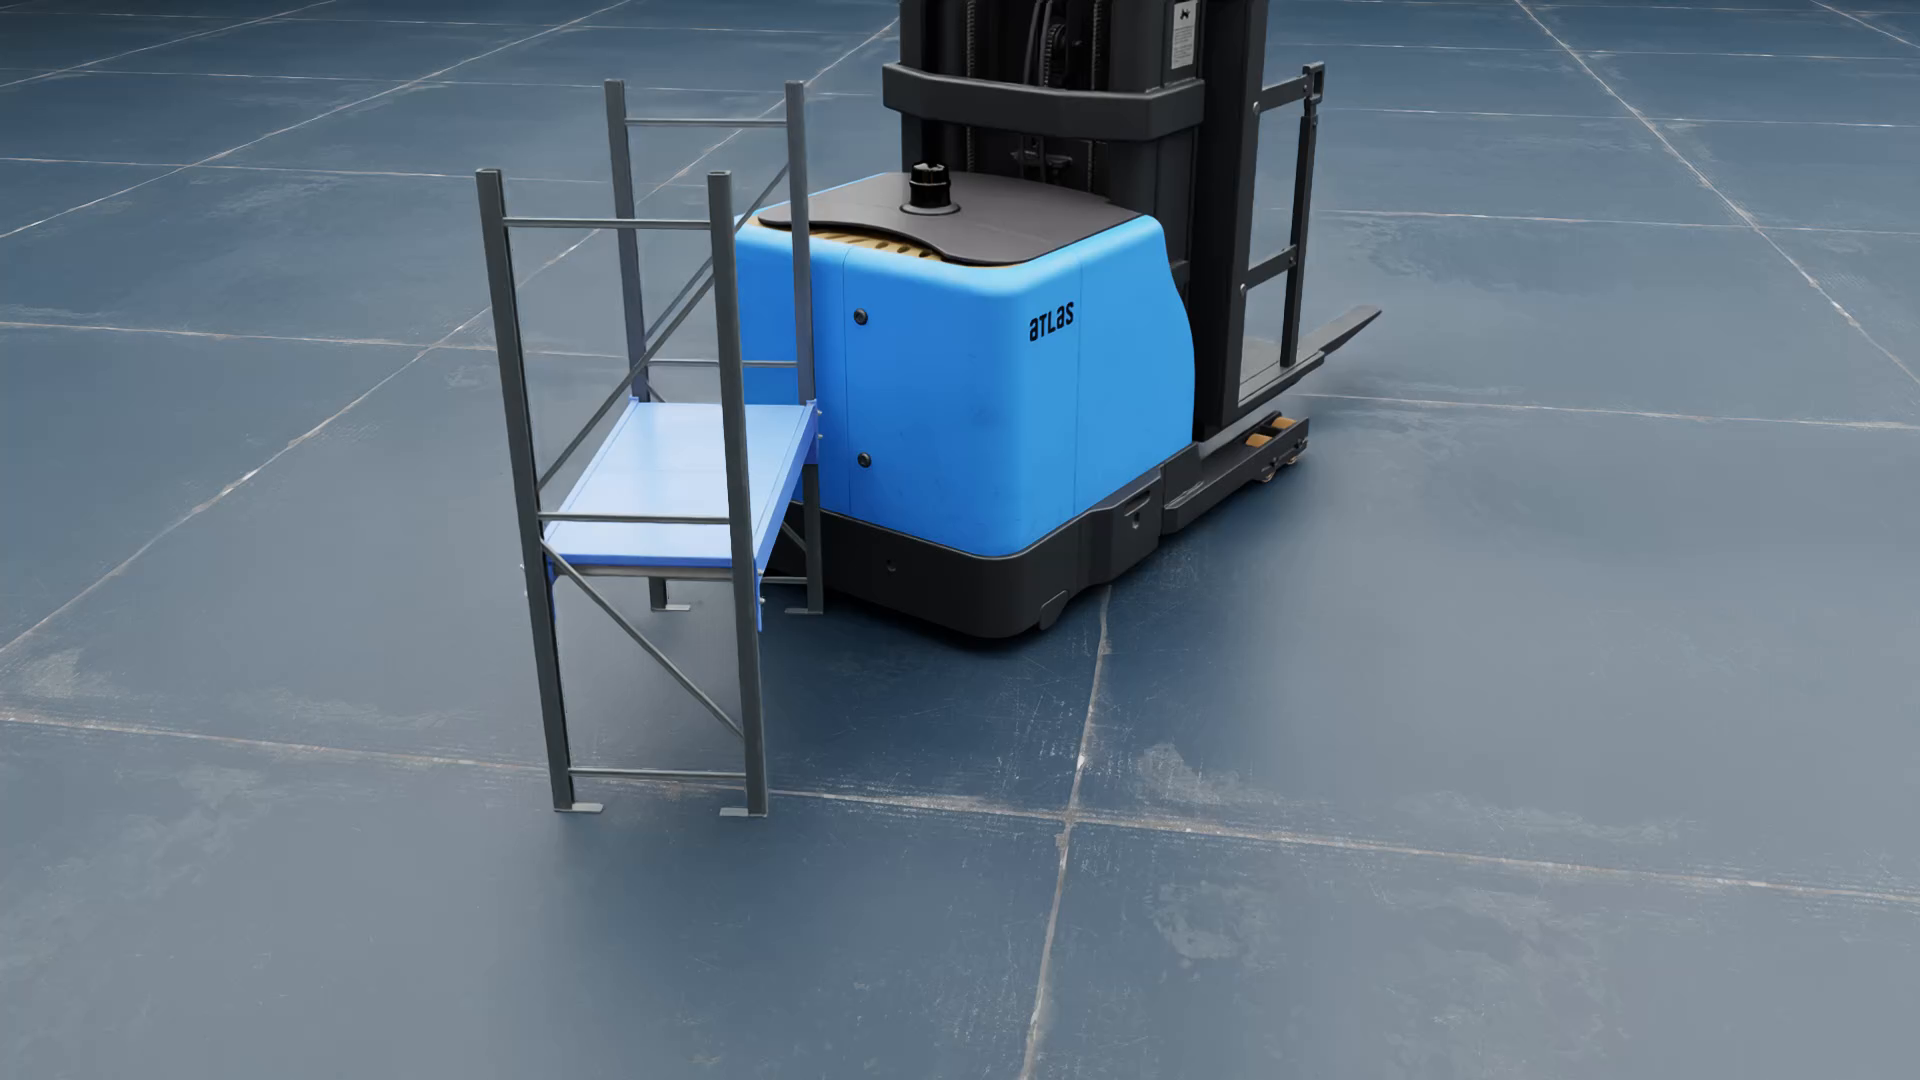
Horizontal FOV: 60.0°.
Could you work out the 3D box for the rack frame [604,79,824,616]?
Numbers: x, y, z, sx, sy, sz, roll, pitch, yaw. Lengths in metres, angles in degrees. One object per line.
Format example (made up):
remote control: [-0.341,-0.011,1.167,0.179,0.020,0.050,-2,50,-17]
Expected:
rack frame: [-0.643,-0.473,4.491,0.500,1.500,0.032,1,25,3]

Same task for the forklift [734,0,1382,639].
forklift: [0.563,-1.629,5.272,1.130,2.935,3.031,17,30,32]

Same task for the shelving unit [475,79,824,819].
shelving unit: [-0.671,-0.258,4.032,0.538,1.500,1.048,1,25,3]

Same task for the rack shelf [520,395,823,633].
rack shelf: [-0.671,-0.095,4.108,0.538,0.185,1.000,1,25,3]

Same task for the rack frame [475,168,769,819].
rack frame: [-0.698,-0.043,3.572,0.500,1.500,0.032,1,25,3]
